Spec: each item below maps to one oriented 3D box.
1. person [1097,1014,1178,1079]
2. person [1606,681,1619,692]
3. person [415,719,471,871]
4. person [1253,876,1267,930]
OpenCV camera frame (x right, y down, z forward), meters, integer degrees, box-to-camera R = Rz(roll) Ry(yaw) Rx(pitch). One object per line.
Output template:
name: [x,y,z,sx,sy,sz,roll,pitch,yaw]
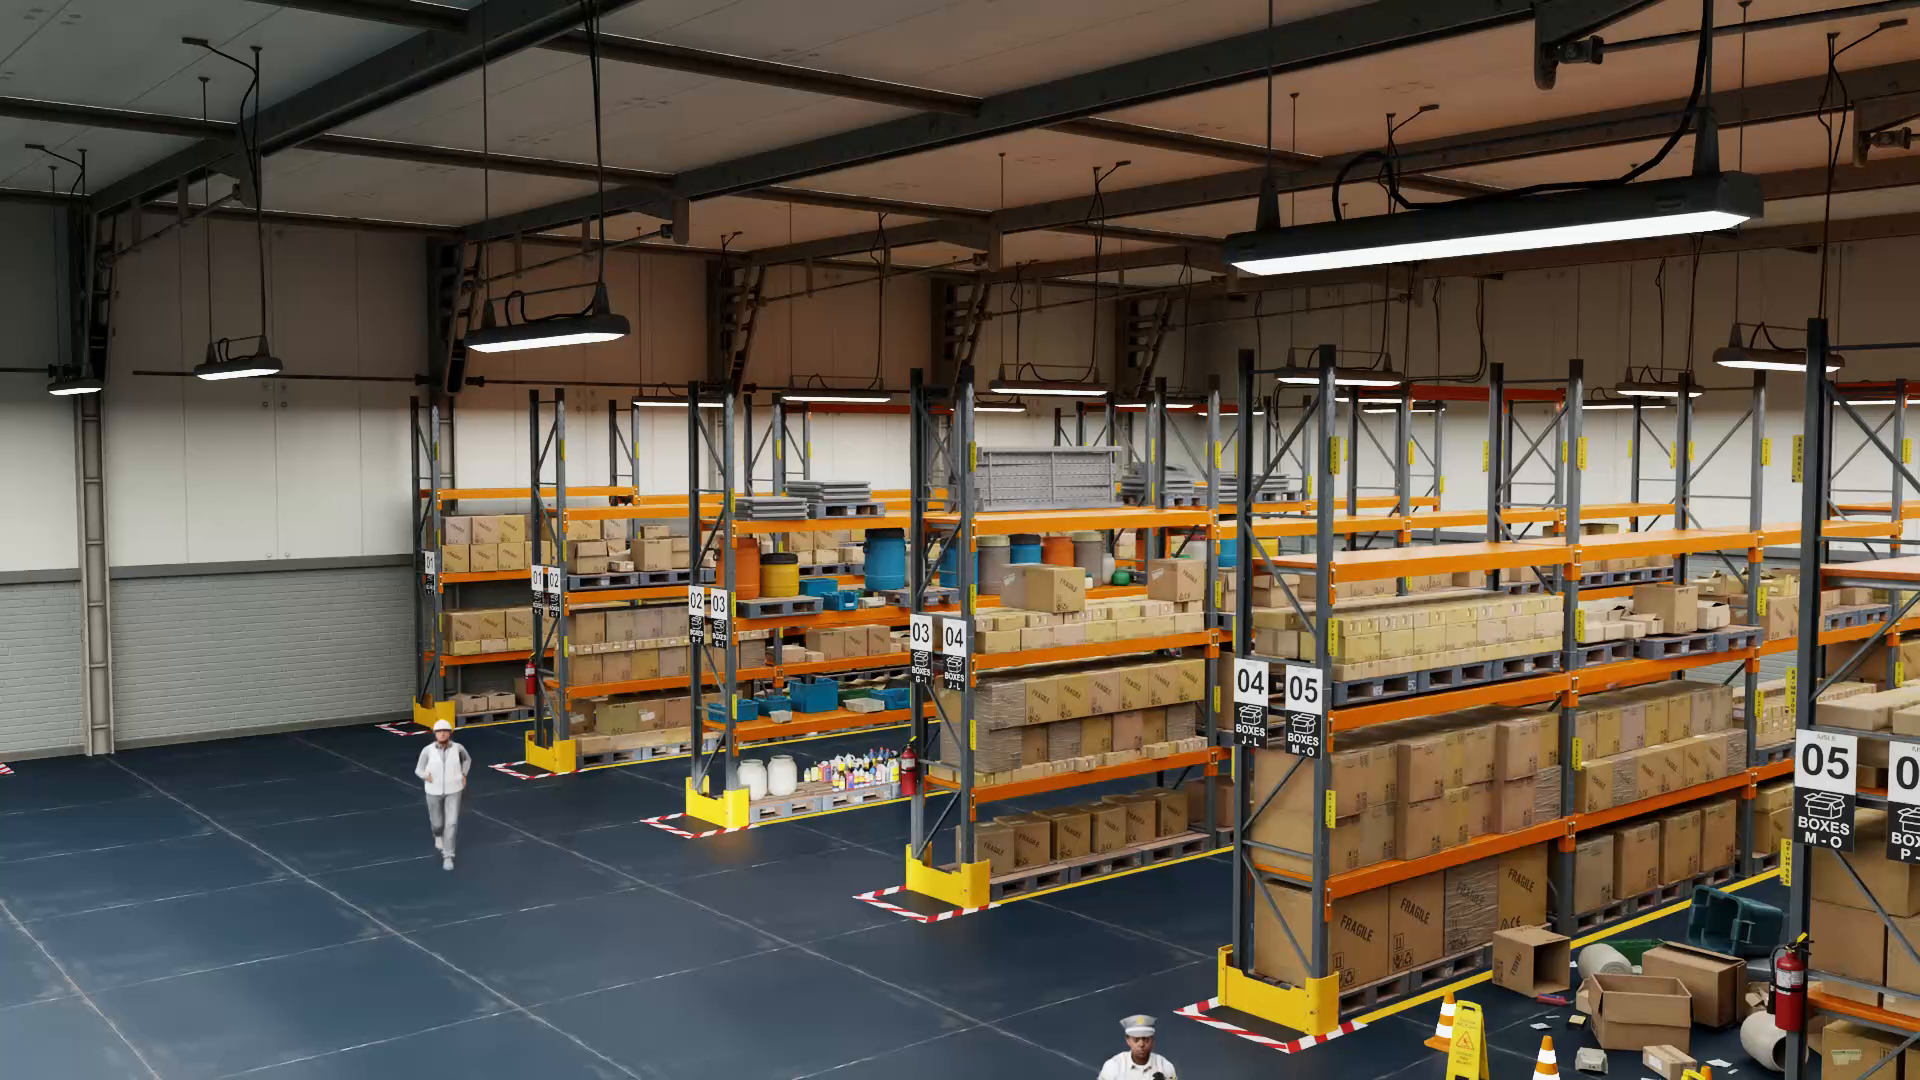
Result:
person: [1.107,3.735,10.298,0.577,1.659,0.562,0,3,0]
person: [9.692,2.866,24.773,0.614,1.673,0.657,-3,4,-40]
person: [-6.308,3.076,20.335,0.661,1.767,0.936,-1,4,-18]
person: [3.500,3.288,17.756,0.855,1.692,0.601,-3,5,-44]
